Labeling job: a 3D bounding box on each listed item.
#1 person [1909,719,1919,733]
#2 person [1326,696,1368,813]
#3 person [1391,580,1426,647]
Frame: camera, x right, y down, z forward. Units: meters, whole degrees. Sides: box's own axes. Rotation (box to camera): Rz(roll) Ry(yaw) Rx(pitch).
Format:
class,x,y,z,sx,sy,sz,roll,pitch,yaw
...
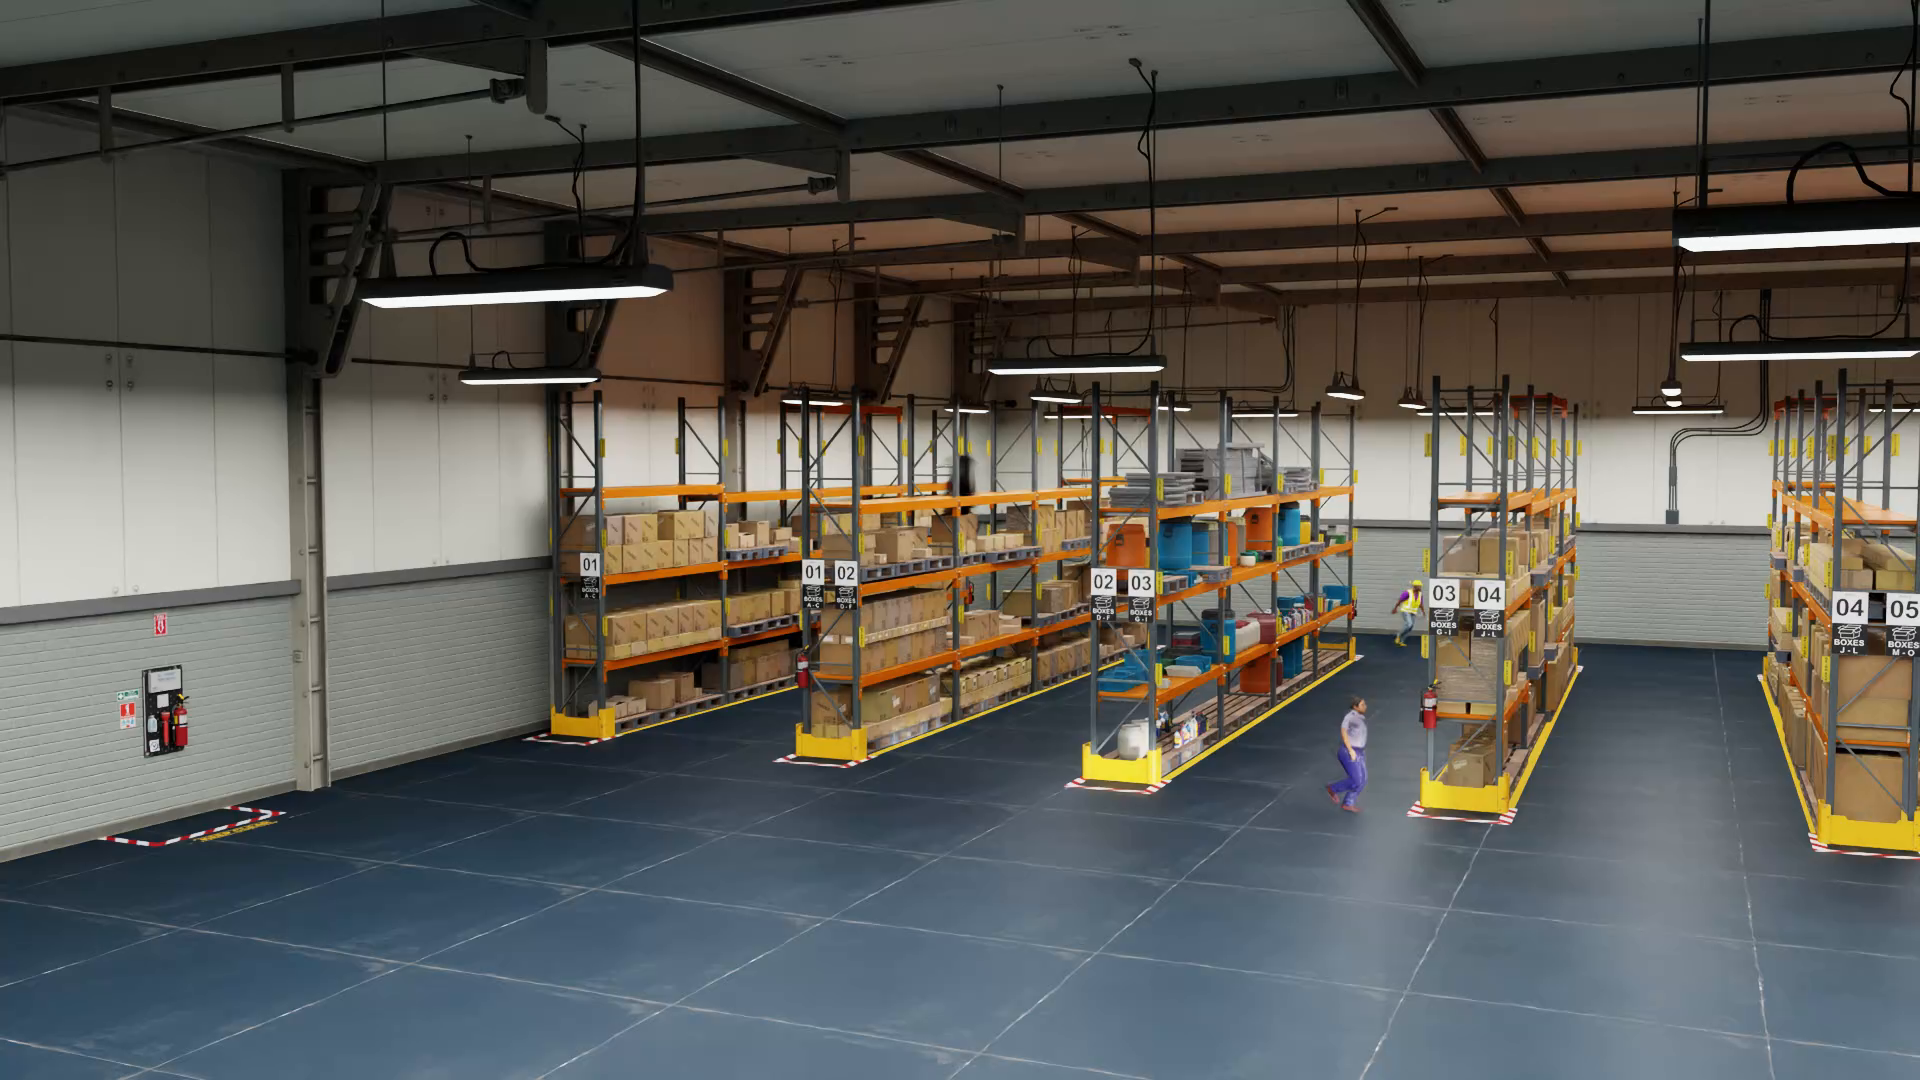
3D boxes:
class,x,y,z,sx,sy,sz,roll,pitch,yaw
person,16.712,2.624,28.833,0.533,1.566,0.904,1,3,17
person,5.335,2.975,22.920,0.549,1.559,0.656,2,4,32
person,11.318,1.840,41.812,0.694,1.693,0.707,-2,4,-26
